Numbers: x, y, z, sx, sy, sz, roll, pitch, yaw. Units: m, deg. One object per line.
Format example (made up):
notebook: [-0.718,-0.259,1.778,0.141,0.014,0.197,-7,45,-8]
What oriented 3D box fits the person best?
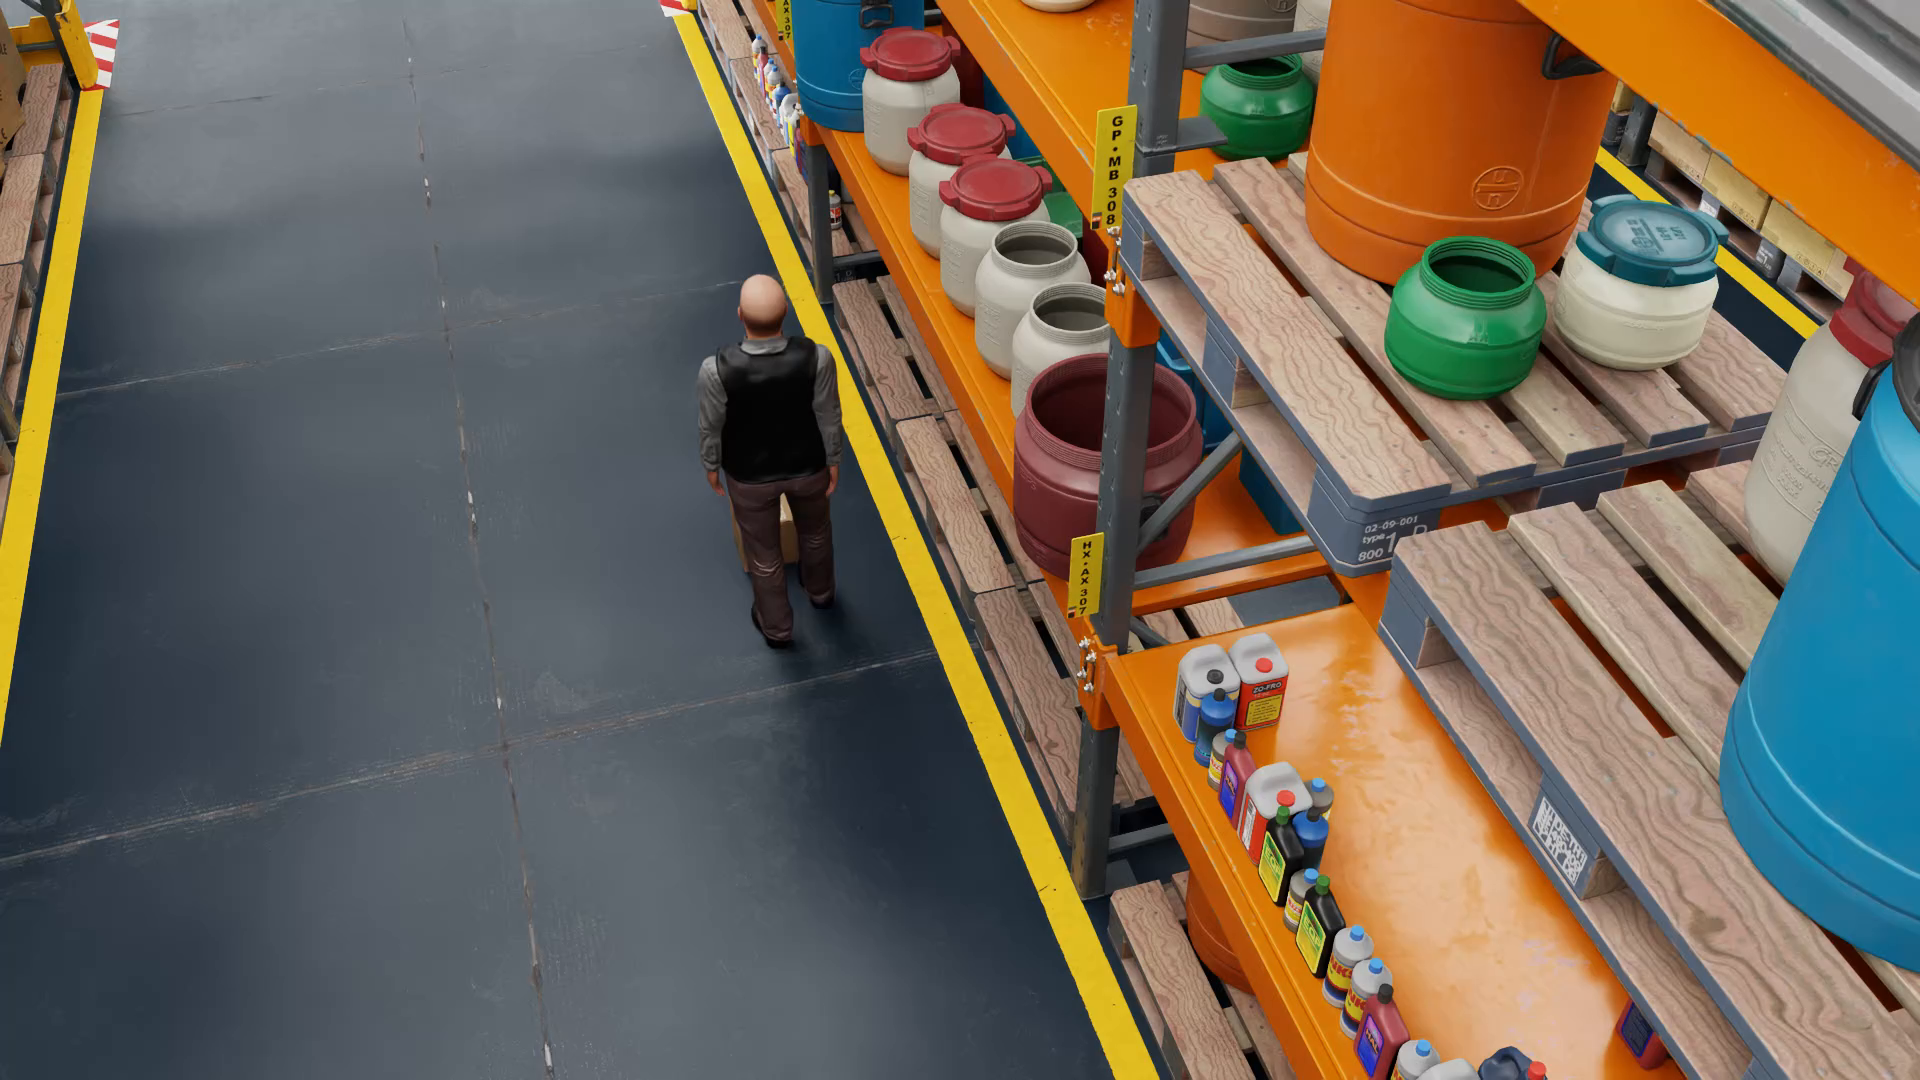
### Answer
person: [-0.744,-0.321,6.538,0.537,1.720,0.447,-11,43,-12]
